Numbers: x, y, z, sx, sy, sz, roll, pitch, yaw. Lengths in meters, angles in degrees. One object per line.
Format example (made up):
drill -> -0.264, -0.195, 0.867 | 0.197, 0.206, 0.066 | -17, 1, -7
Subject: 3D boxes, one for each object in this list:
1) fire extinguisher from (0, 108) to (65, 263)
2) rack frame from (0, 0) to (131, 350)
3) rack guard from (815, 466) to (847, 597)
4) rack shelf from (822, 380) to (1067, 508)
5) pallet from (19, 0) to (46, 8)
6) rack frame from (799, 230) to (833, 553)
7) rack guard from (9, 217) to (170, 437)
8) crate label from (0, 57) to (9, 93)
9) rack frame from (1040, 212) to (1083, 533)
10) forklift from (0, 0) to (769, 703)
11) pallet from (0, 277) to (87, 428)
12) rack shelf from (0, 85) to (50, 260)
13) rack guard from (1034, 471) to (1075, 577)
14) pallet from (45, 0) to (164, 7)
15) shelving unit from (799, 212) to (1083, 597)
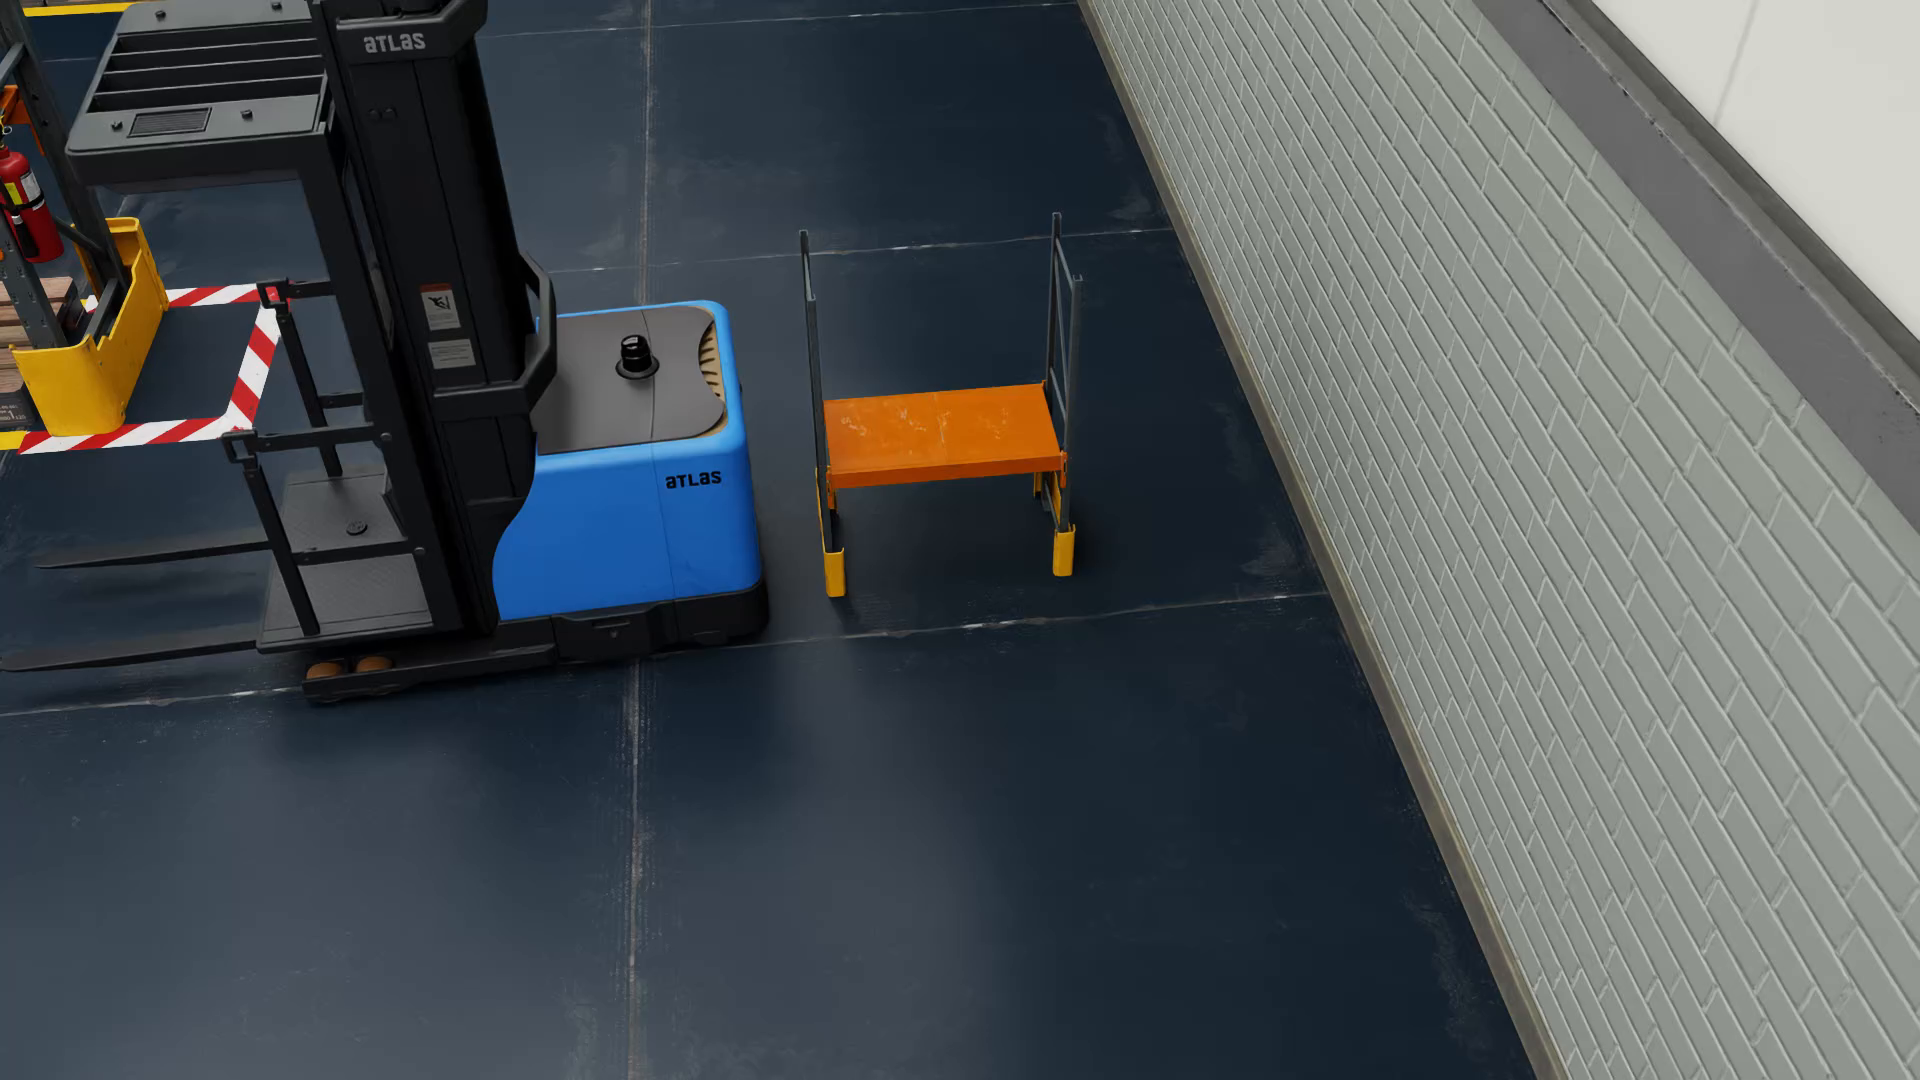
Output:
fire extinguisher -> -4.124, -1.540, 7.270 | 0.183, 0.674, 0.296 | -5, 42, -6
rack frame -> -4.333, -1.996, 7.439 | 0.127, 3.000, 1.000 | -5, 42, -6
rack guard -> -0.569, -0.043, 7.326 | 0.087, 0.250, 0.587 | -5, 42, -6
rack shelf -> -0.085, -0.416, 7.075 | 1.000, 0.185, 0.538 | -5, 42, -6
pallet -> -7.044, -4.071, 11.821 | 1.213, 0.211, 1.003 | -5, 42, -6
rack frame -> -0.589, -0.505, 6.906 | 0.032, 1.500, 0.500 | -5, 42, -6
rack guard -> -4.311, -1.079, 8.288 | 0.348, 0.500, 1.175 | -5, 42, -6
crate label -> -4.620, -2.154, 7.693 | 0.303, 0.233, 0.416 | -5, 42, -6
rack frame -> 0.419, -0.594, 7.004 | 0.032, 1.500, 0.500 | -5, 42, -6
forklift -> -2.371, -0.816, 6.182 | 3.031, 2.935, 1.130 | -7, 43, -8
pallet -> -5.156, -0.915, 8.322 | 1.213, 0.211, 1.003 | -5, 42, -6
rack shelf -> -6.316, -1.556, 7.487 | 4.000, 0.370, 1.077 | -5, 42, -6
rack guard -> 0.418, -0.129, 7.422 | 0.087, 0.250, 0.587 | -5, 42, -6
pallet -> -5.837, -4.174, 11.936 | 1.213, 0.211, 1.003 | -5, 42, -6
shelving unit -> -0.076, -0.550, 6.955 | 1.083, 1.500, 0.587 | -5, 42, -6
